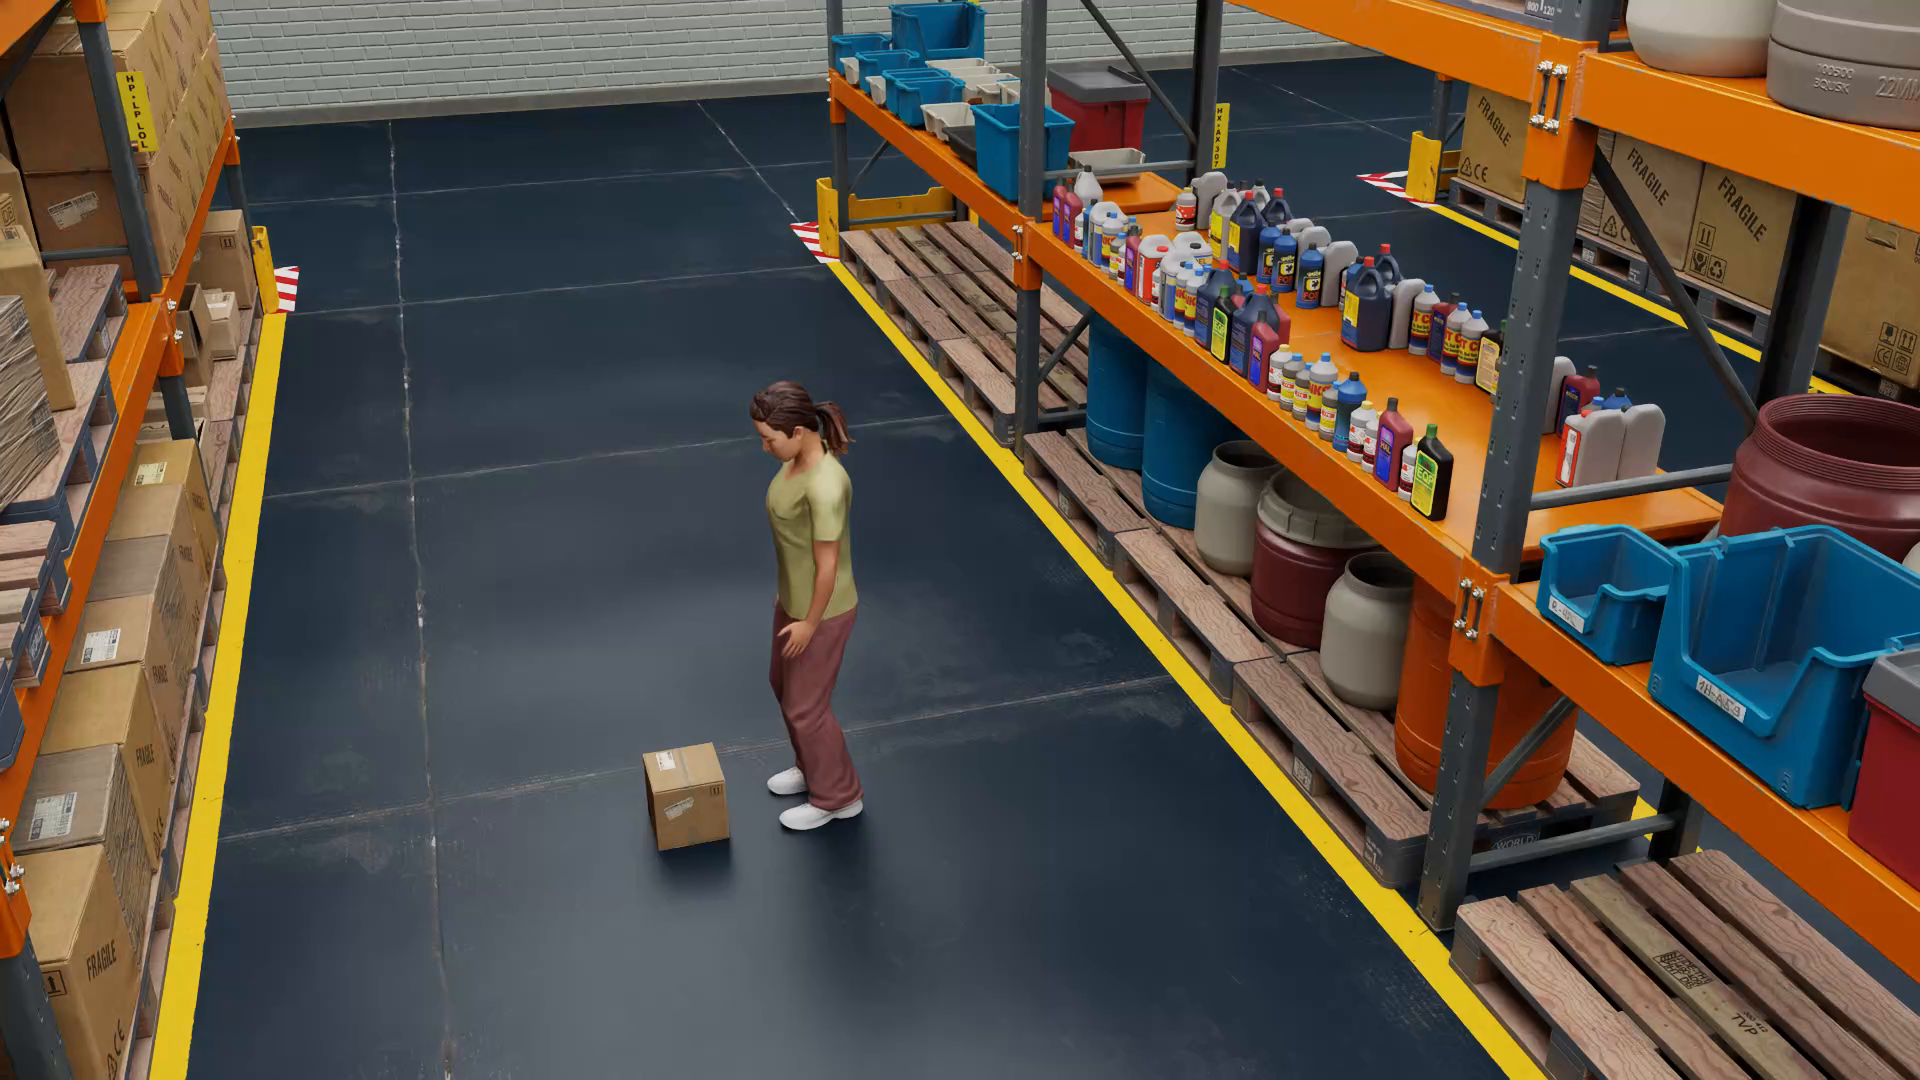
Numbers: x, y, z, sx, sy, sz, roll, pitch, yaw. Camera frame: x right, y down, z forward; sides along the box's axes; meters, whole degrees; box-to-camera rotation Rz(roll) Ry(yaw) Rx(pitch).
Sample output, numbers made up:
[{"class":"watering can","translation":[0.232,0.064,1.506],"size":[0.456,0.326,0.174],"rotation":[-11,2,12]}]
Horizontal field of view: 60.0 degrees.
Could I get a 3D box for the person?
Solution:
[{"class":"person","translation":[-0.516,0.335,5.740],"size":[0.325,1.420,0.458],"rotation":[-8,27,-15]}]
